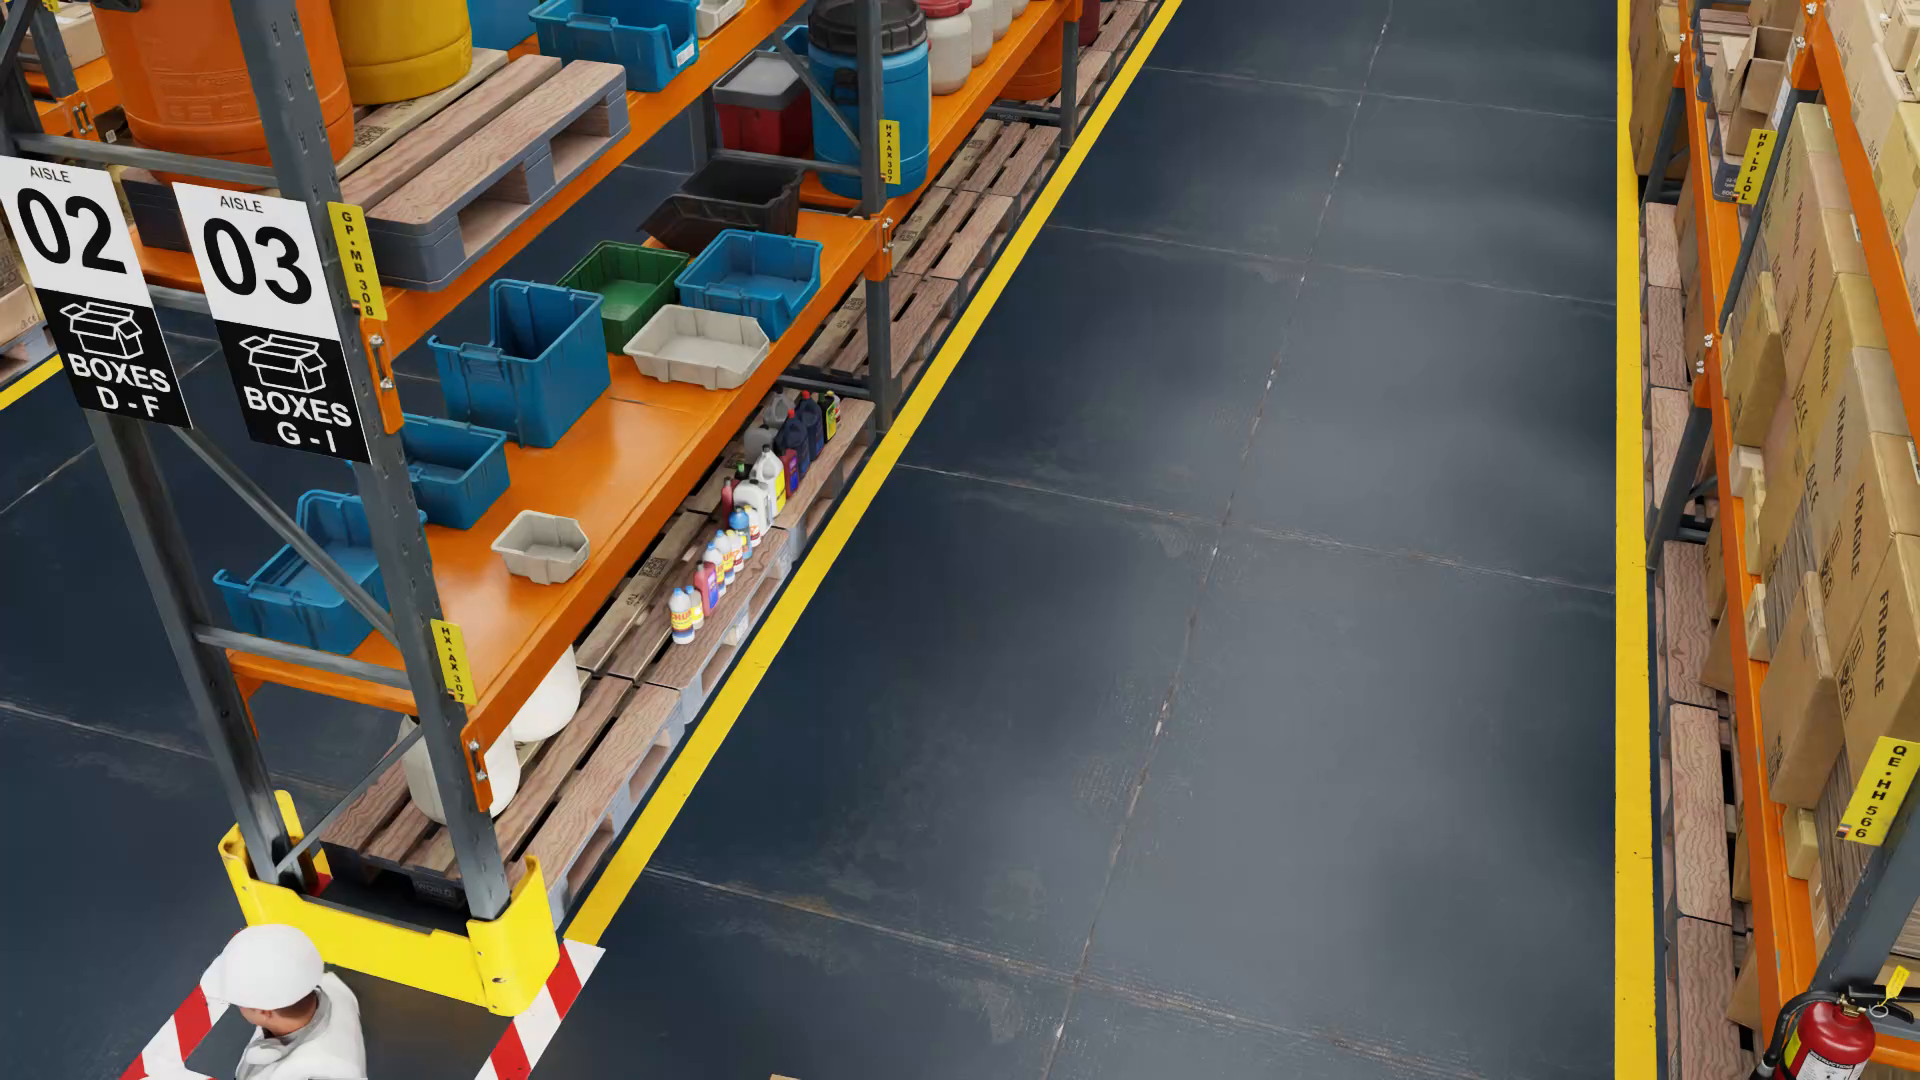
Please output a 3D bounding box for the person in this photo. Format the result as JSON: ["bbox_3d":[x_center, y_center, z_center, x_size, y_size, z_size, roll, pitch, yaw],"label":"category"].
[{"bbox_3d":[-1.742,1.766,4.516,0.468,1.797,0.644,-11,38,-14],"label":"person"}]
